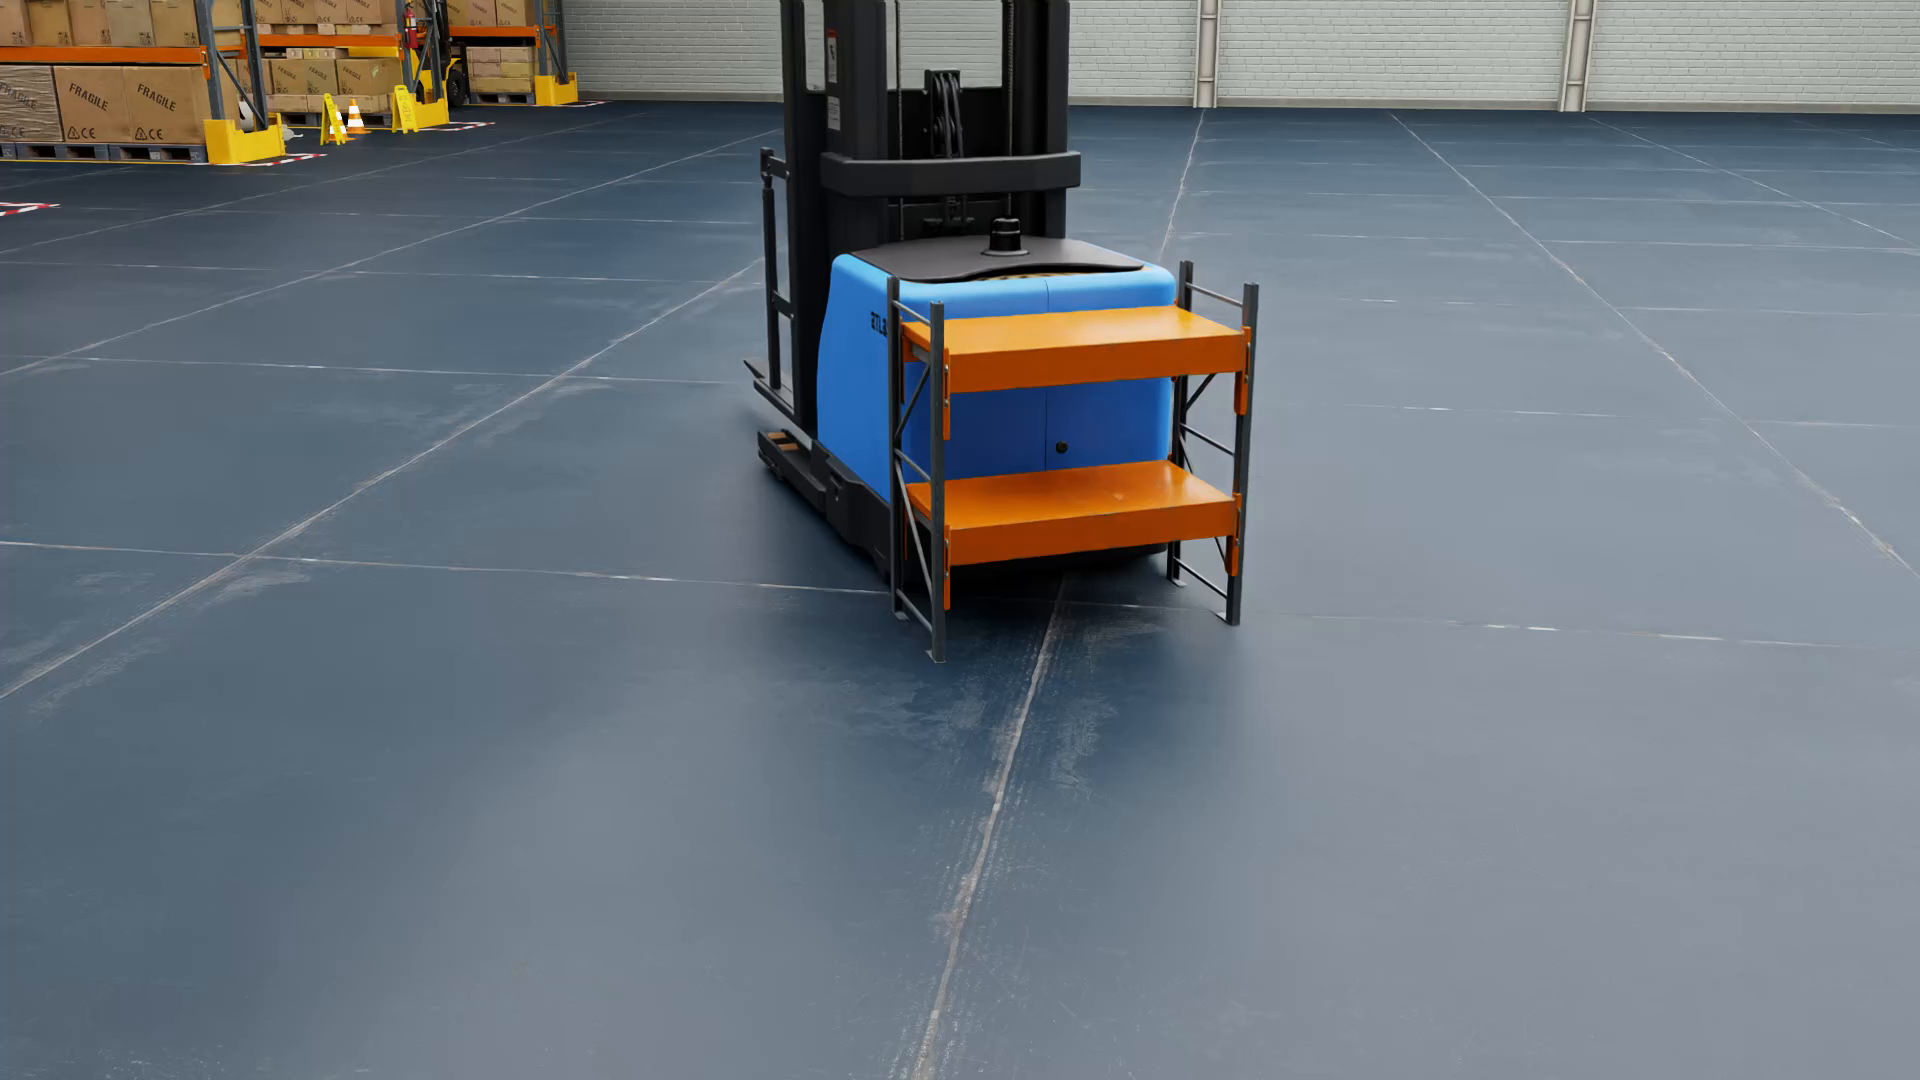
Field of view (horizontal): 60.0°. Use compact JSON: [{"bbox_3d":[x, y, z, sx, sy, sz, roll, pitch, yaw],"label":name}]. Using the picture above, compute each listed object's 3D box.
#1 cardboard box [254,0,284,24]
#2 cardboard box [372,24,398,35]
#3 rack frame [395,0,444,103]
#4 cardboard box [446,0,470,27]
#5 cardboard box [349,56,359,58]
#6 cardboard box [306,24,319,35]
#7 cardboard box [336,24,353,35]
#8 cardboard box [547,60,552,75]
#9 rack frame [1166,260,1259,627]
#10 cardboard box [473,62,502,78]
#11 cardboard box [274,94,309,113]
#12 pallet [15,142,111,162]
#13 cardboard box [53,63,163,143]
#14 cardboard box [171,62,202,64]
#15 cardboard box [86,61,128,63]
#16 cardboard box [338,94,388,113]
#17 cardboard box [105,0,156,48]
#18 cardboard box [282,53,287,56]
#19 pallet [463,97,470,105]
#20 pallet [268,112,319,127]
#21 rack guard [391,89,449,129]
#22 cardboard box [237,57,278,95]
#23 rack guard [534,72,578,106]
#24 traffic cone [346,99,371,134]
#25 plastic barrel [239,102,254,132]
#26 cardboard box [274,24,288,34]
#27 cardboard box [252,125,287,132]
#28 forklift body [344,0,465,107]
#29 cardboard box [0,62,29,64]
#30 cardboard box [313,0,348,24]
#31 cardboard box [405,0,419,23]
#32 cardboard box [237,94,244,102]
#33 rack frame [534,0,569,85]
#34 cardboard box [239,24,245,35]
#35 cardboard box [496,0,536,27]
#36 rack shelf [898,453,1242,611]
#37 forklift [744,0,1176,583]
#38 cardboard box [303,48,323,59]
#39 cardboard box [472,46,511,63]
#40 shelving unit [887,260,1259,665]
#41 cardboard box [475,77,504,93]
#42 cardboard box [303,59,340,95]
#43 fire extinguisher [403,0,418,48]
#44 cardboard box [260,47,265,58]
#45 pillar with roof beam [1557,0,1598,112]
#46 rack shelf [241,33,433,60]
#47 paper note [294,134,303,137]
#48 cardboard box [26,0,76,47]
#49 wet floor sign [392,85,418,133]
[{"bbox_3d":[-9.962,-7.774,24.185,0.500,0.500,0.500,3,19,9],"label":"cardboard box"},{"bbox_3d":[-8.301,-7.393,24.068,0.250,0.149,0.380,4,19,10],"label":"cardboard box"},{"bbox_3d":[-7.898,-7.561,24.172,0.127,3.000,1.000,3,19,9],"label":"rack frame"},{"bbox_3d":[-8.658,-9.160,28.796,0.500,0.500,0.500,3,19,8],"label":"cardboard box"},{"bbox_3d":[-9.191,-6.965,24.881,0.500,0.500,0.500,2,19,7],"label":"cardboard box"},{"bbox_3d":[-9.308,-7.451,24.241,0.250,0.149,0.380,3,19,9],"label":"cardboard box"},{"bbox_3d":[-8.818,-7.391,24.061,0.250,0.149,0.380,3,19,8],"label":"cardboard box"},{"bbox_3d":[-7.545,-8.337,29.376,0.500,0.250,0.500,3,19,10],"label":"cardboard box"},{"bbox_3d":[0.826,-0.326,5.504,0.032,1.125,0.500,-6,19,-18],"label":"rack frame"},{"bbox_3d":[-8.138,-8.203,28.977,0.500,0.250,0.500,3,19,8],"label":"cardboard box"},{"bbox_3d":[-9.766,-6.465,24.570,0.500,0.250,0.500,2,19,7],"label":"cardboard box"},{"bbox_3d":[-10.586,-4.760,20.197,1.213,0.211,1.003,3,19,9],"label":"pallet"},{"bbox_3d":[-10.132,-5.253,19.963,0.875,0.875,0.875,3,19,8],"label":"cardboard box"},{"bbox_3d":[-11.307,-6.898,24.683,0.500,0.500,0.500,4,19,11],"label":"cardboard box"},{"bbox_3d":[-15.464,-8.486,30.216,0.500,0.500,0.500,3,19,10],"label":"cardboard box"},{"bbox_3d":[-8.762,-6.413,24.415,0.500,0.250,0.500,3,19,8],"label":"cardboard box"},{"bbox_3d":[-9.503,-6.101,19.574,0.550,0.550,0.875,3,19,9],"label":"cardboard box"},{"bbox_3d":[-11.580,-8.413,29.800,0.625,0.625,0.875,4,19,11],"label":"cardboard box"},{"bbox_3d":[-9.077,-7.881,29.524,1.213,0.211,1.003,3,19,9],"label":"pallet"},{"bbox_3d":[-9.970,-6.356,24.967,1.213,0.211,1.003,3,19,9],"label":"pallet"},{"bbox_3d":[-7.973,-6.379,24.580,0.348,0.500,1.175,3,19,9],"label":"rack guard"},{"bbox_3d":[-10.265,-6.849,24.534,0.500,0.500,0.500,4,19,12],"label":"cardboard box"},{"bbox_3d":[-7.090,-7.929,29.213,0.348,0.500,1.175,3,19,9],"label":"rack guard"},{"bbox_3d":[-8.527,-5.975,23.432,0.334,0.463,0.336,3,19,9],"label":"traffic cone"},{"bbox_3d":[-10.177,-5.969,23.474,0.512,0.421,0.421,-15,24,-38],"label":"plastic barrel"},{"bbox_3d":[-9.807,-7.476,24.316,0.250,0.149,0.380,3,19,9],"label":"cardboard box"},{"bbox_3d":[-9.512,-5.642,22.930,0.250,0.149,0.380,14,23,37],"label":"cardboard box"},{"bbox_3d":[-9.276,-8.237,27.532,1.214,2.155,2.313,3,19,9],"label":"forklift body"},{"bbox_3d":[-11.923,-5.344,20.234,0.875,0.875,0.875,3,19,9],"label":"cardboard box"},{"bbox_3d":[-8.971,-7.717,24.012,0.500,0.500,0.500,3,19,9],"label":"cardboard box"},{"bbox_3d":[-8.321,-7.860,24.440,0.500,0.500,0.500,3,19,8],"label":"cardboard box"},{"bbox_3d":[-10.779,-6.520,24.732,0.500,0.250,0.500,4,19,12],"label":"cardboard box"},{"bbox_3d":[-7.114,-9.116,28.820,0.127,3.000,1.000,3,19,9],"label":"rack frame"},{"bbox_3d":[-10.325,-7.459,24.265,0.250,0.149,0.380,3,19,9],"label":"cardboard box"},{"bbox_3d":[-7.642,-9.106,28.633,0.500,0.500,0.500,3,19,7],"label":"cardboard box"},{"bbox_3d":[0.344,-0.043,5.428,1.000,0.278,0.538,-6,19,-18],"label":"rack shelf"},{"bbox_3d":[-0.233,-1.674,6.688,1.130,2.935,3.031,-7,20,-19],"label":"forklift"},{"bbox_3d":[-9.351,-7.089,24.229,0.250,0.149,0.380,3,19,10],"label":"cardboard box"},{"bbox_3d":[-8.123,-8.435,28.880,0.500,0.250,0.500,3,19,10],"label":"cardboard box"},{"bbox_3d":[0.344,-0.274,5.350,1.048,1.125,0.538,-6,19,-18],"label":"shelving unit"},{"bbox_3d":[-8.118,-7.964,29.049,0.500,0.250,0.500,3,19,9],"label":"cardboard box"},{"bbox_3d":[-9.246,-6.795,24.375,0.500,0.500,0.500,4,19,11],"label":"cardboard box"},{"bbox_3d":[-7.858,-7.374,23.736,0.183,0.674,0.296,3,19,9],"label":"fire extinguisher"},{"bbox_3d":[-10.419,-7.143,24.392,0.250,0.149,0.380,4,19,12],"label":"cardboard box"},{"bbox_3d":[9.431,-10.024,22.079,0.400,9.000,9.100,3,19,9],"label":"pillar with roof beam"},{"bbox_3d":[-9.872,-7.320,24.587,4.000,0.370,1.077,3,19,9],"label":"rack shelf"},{"bbox_3d":[-9.147,-5.577,22.922,0.142,0.019,0.148,-3,19,-10],"label":"paper note"},{"bbox_3d":[-10.566,-6.182,19.817,0.500,0.550,0.875,3,19,9],"label":"cardboard box"},{"bbox_3d":[-7.880,-6.099,23.515,0.232,0.644,0.267,10,21,27],"label":"wet floor sign"}]
